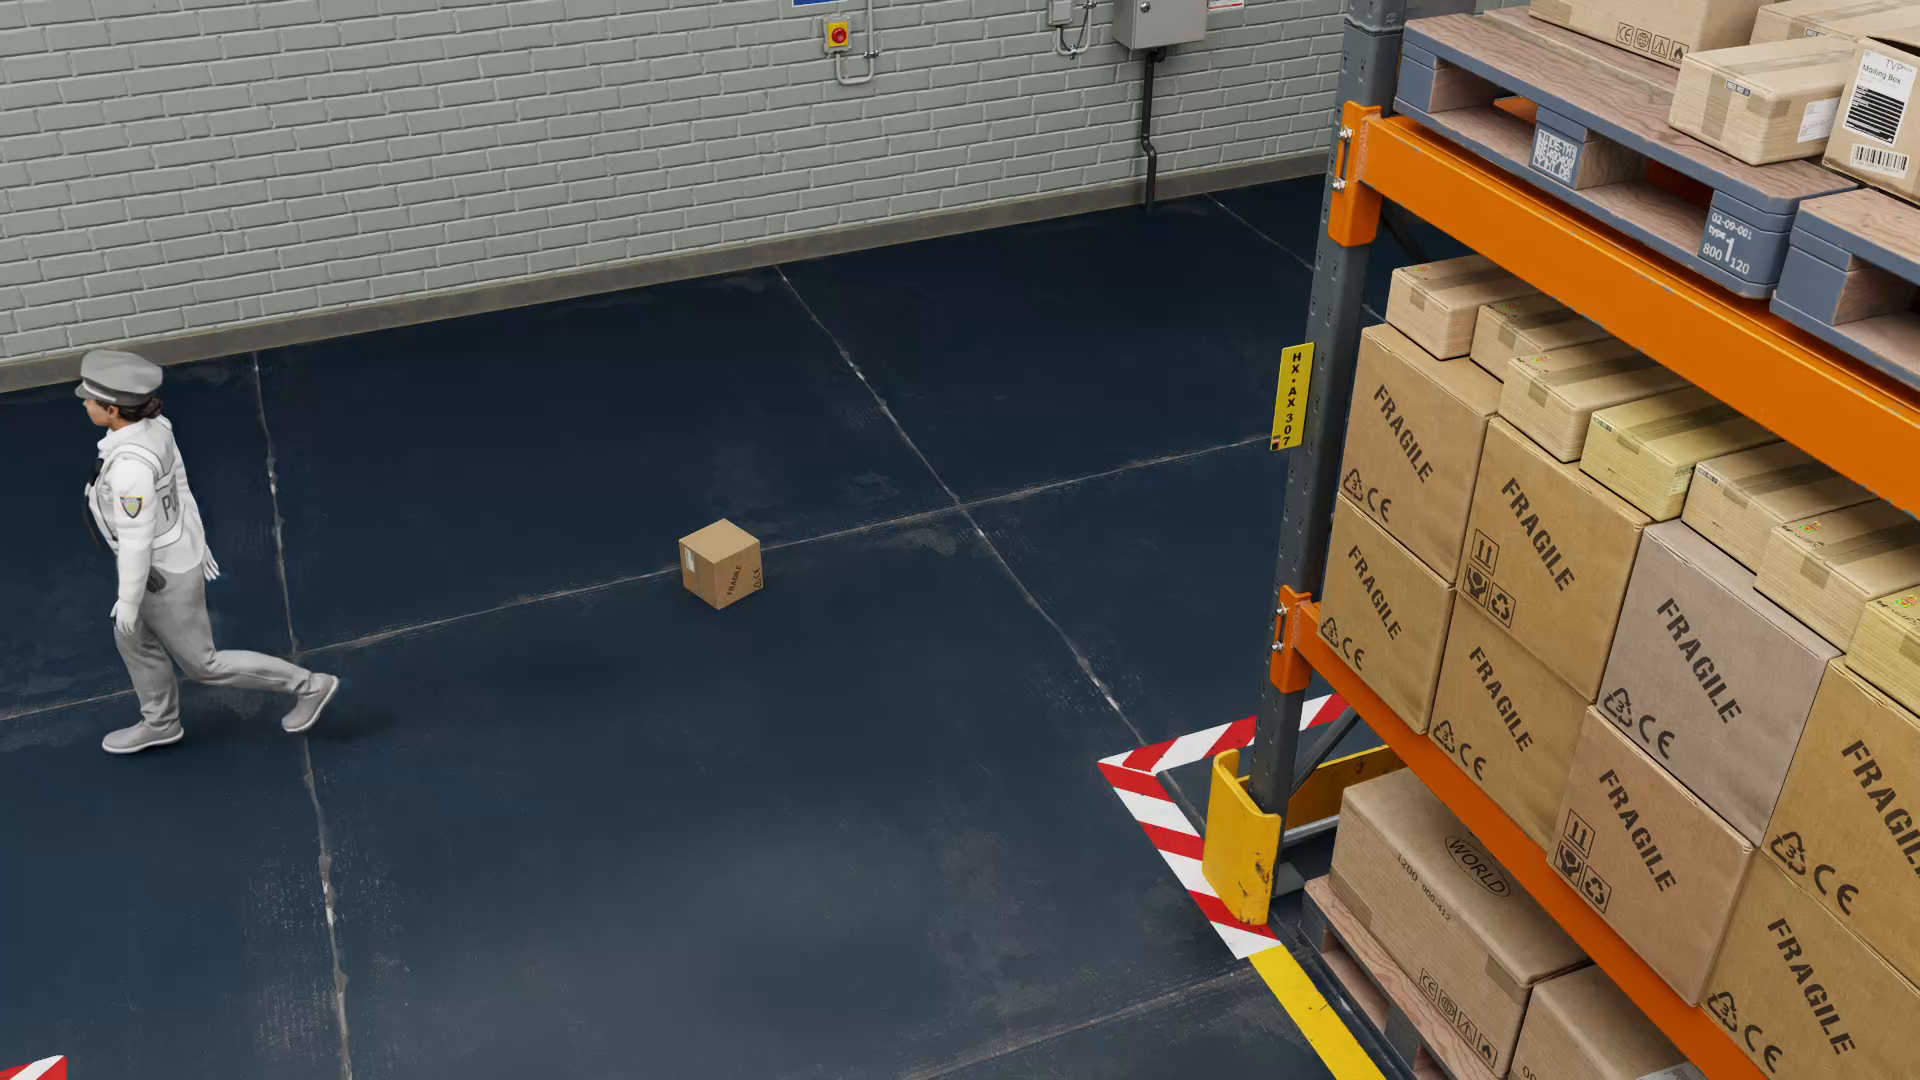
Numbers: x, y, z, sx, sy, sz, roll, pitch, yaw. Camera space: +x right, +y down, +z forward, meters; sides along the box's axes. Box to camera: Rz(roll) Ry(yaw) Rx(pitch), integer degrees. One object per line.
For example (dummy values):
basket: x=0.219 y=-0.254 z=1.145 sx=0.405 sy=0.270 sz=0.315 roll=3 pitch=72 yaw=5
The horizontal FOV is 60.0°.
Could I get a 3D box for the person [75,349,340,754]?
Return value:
person: x=-2.831 y=0.073 z=5.985 sx=0.901 sy=1.648 sz=0.473 roll=-10 pitch=35 yaw=-15
